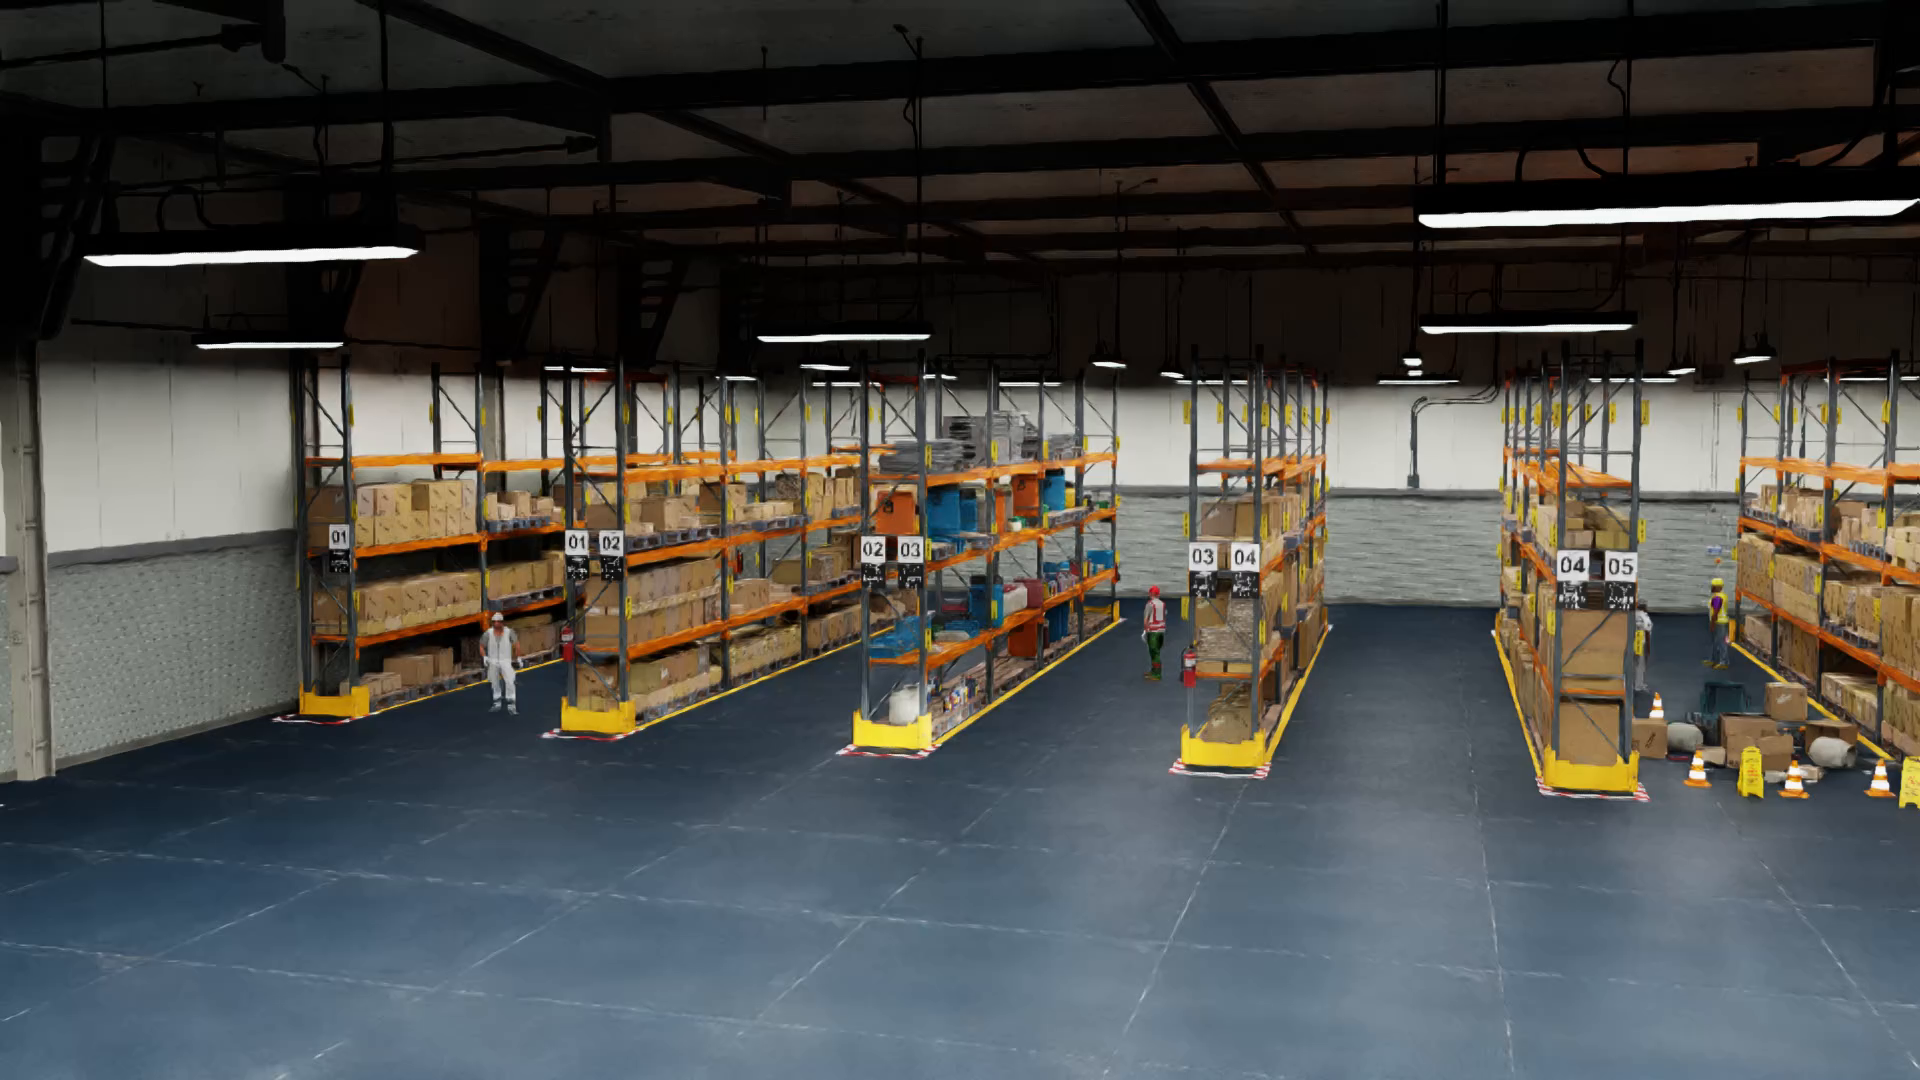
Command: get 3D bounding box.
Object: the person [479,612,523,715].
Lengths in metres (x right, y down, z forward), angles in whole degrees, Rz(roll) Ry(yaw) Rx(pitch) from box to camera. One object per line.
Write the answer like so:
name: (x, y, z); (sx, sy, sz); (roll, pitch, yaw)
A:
person: (-7.671, 2.050, 27.781); (0.675, 1.722, 0.793); (0, 4, -4)

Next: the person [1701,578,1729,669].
person: (14.976, 1.635, 32.943); (0.557, 1.764, 0.651); (3, 5, 33)

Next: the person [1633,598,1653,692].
person: (12.386, 1.888, 30.224); (0.411, 1.676, 0.499); (-1, 4, -16)

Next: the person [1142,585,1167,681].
person: (3.649, 1.737, 31.399); (0.577, 1.779, 0.655); (4, 6, 42)
